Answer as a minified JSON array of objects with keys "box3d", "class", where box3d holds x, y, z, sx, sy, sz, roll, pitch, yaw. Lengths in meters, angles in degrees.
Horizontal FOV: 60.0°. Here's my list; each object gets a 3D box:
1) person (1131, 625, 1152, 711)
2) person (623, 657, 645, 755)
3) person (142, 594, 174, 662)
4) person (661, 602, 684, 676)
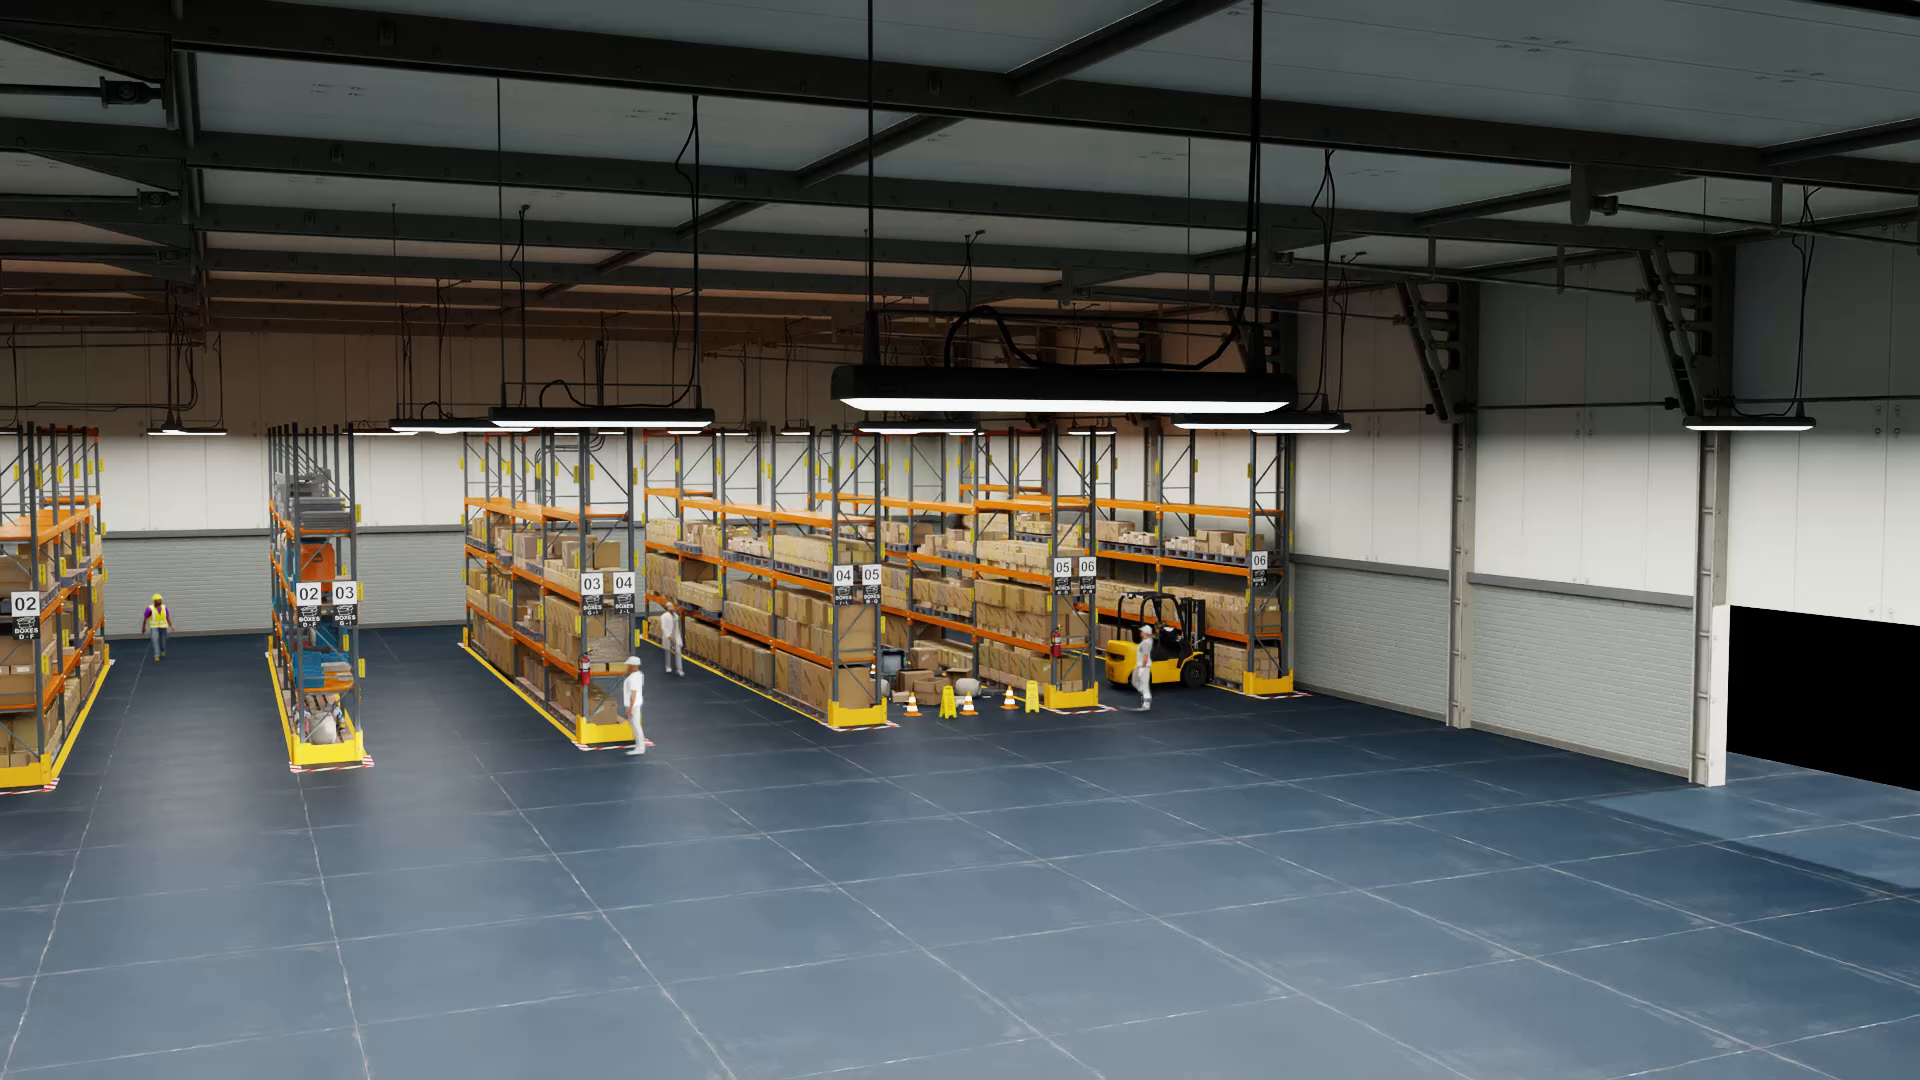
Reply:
[{"box3d":[3.859,2.676,35.023,0.418,1.785,0.652,0,4,-8],"class":"person"},{"box3d":[-5.902,3.009,30.086,0.376,1.799,0.675,-1,4,-9],"class":"person"},{"box3d":[-20.635,2.258,42.770,0.748,1.724,1.080,-2,4,-28],"class":"person"},{"box3d":[-6.963,2.369,40.185,0.535,1.727,1.049,-1,4,-19],"class":"person"}]
